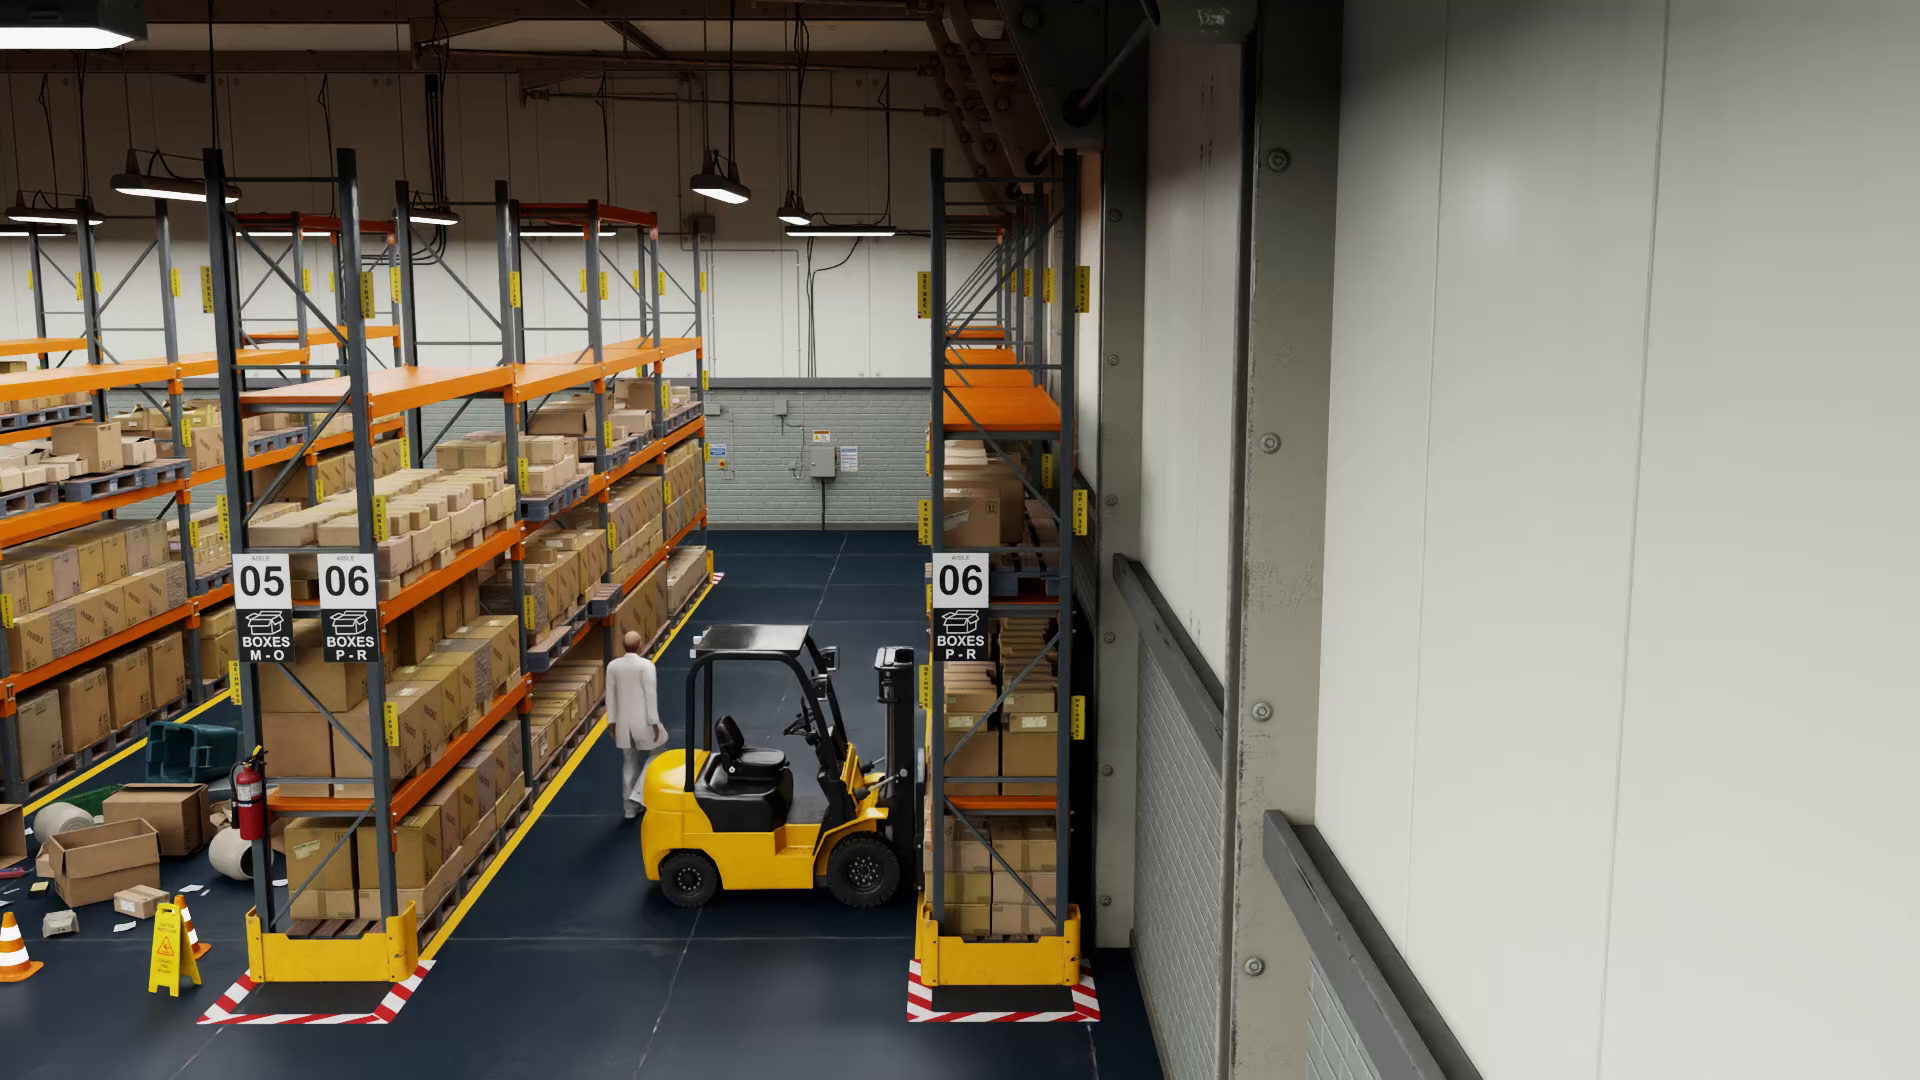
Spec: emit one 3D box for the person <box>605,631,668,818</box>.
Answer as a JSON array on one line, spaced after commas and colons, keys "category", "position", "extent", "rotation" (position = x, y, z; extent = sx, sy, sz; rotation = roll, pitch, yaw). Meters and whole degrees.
[{"category": "person", "position": [-3.115, 1.759, 15.892], "extent": [0.617, 1.768, 0.555], "rotation": [2, 9, 15]}]
